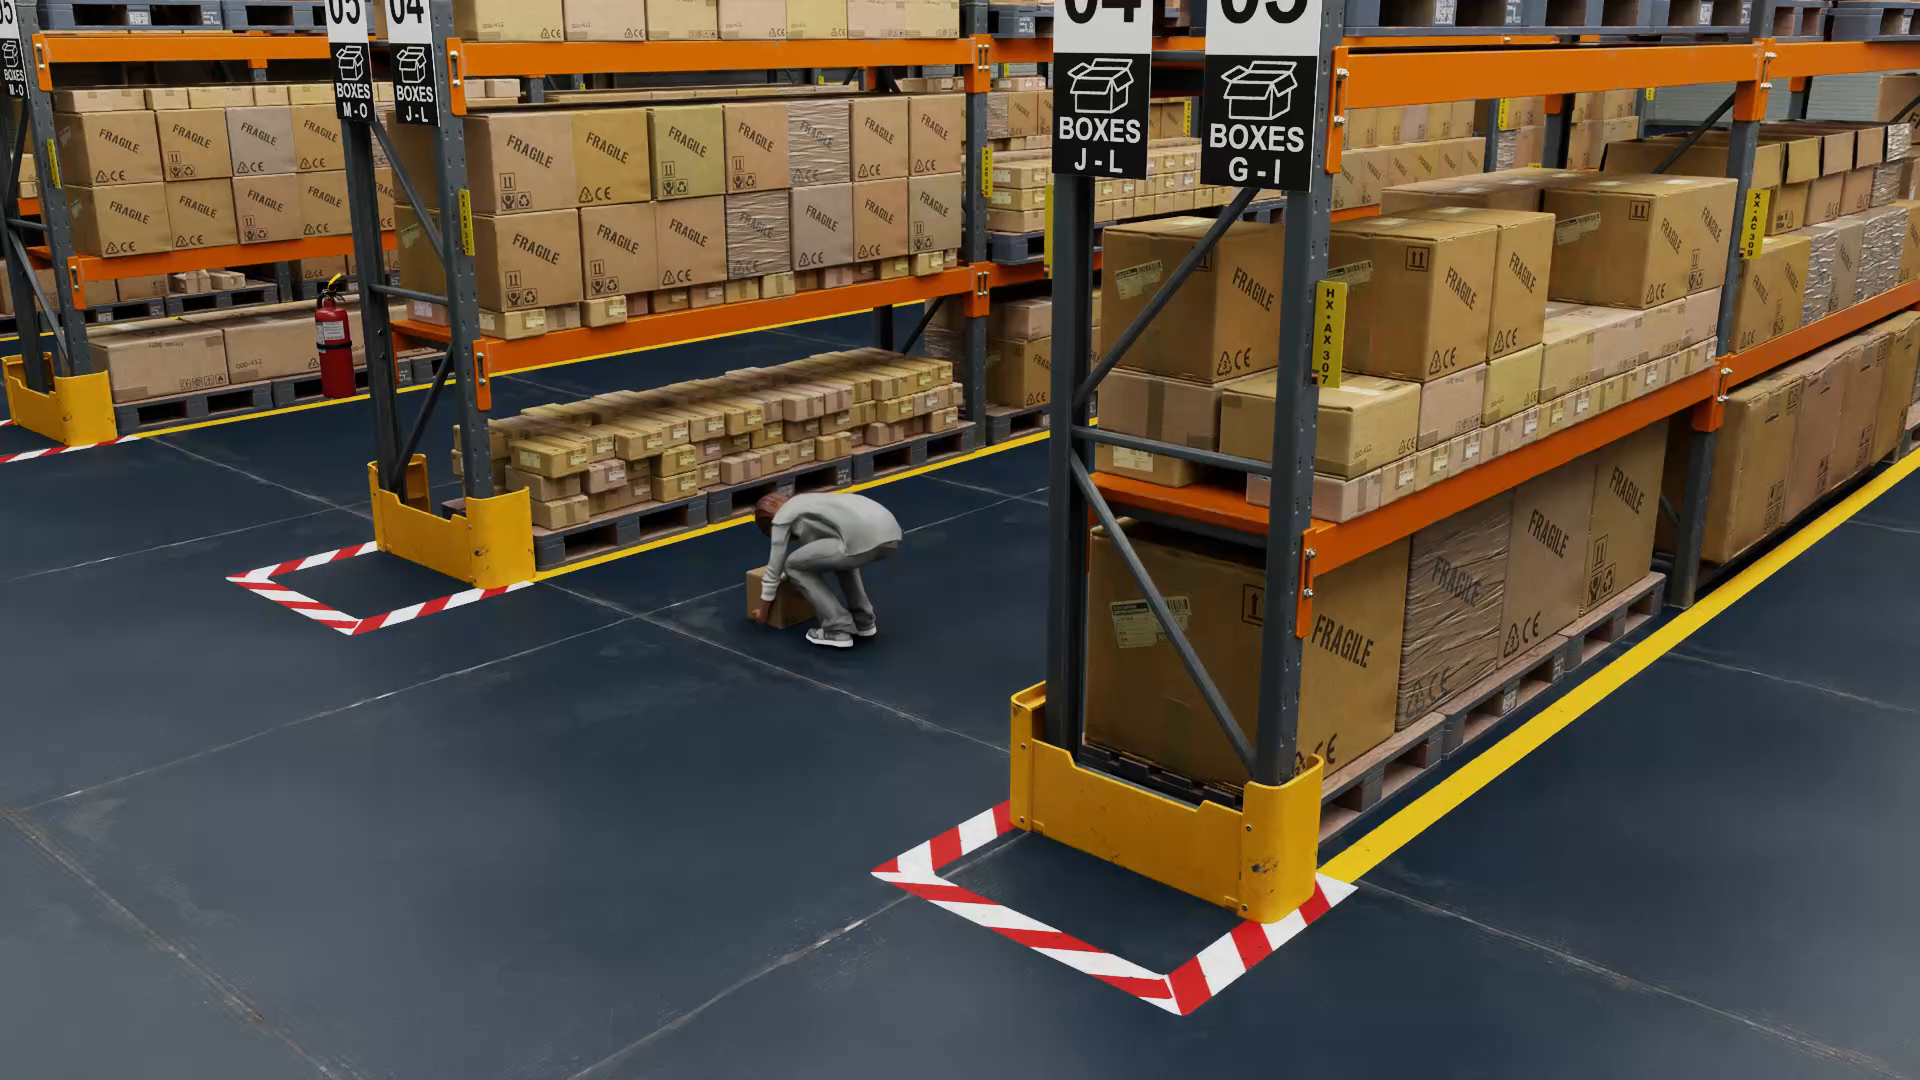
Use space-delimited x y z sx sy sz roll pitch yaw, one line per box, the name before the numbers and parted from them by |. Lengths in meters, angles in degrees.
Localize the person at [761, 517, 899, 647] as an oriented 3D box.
person | -0.622 0.146 8.130 0.714 0.687 0.421 14 22 38
